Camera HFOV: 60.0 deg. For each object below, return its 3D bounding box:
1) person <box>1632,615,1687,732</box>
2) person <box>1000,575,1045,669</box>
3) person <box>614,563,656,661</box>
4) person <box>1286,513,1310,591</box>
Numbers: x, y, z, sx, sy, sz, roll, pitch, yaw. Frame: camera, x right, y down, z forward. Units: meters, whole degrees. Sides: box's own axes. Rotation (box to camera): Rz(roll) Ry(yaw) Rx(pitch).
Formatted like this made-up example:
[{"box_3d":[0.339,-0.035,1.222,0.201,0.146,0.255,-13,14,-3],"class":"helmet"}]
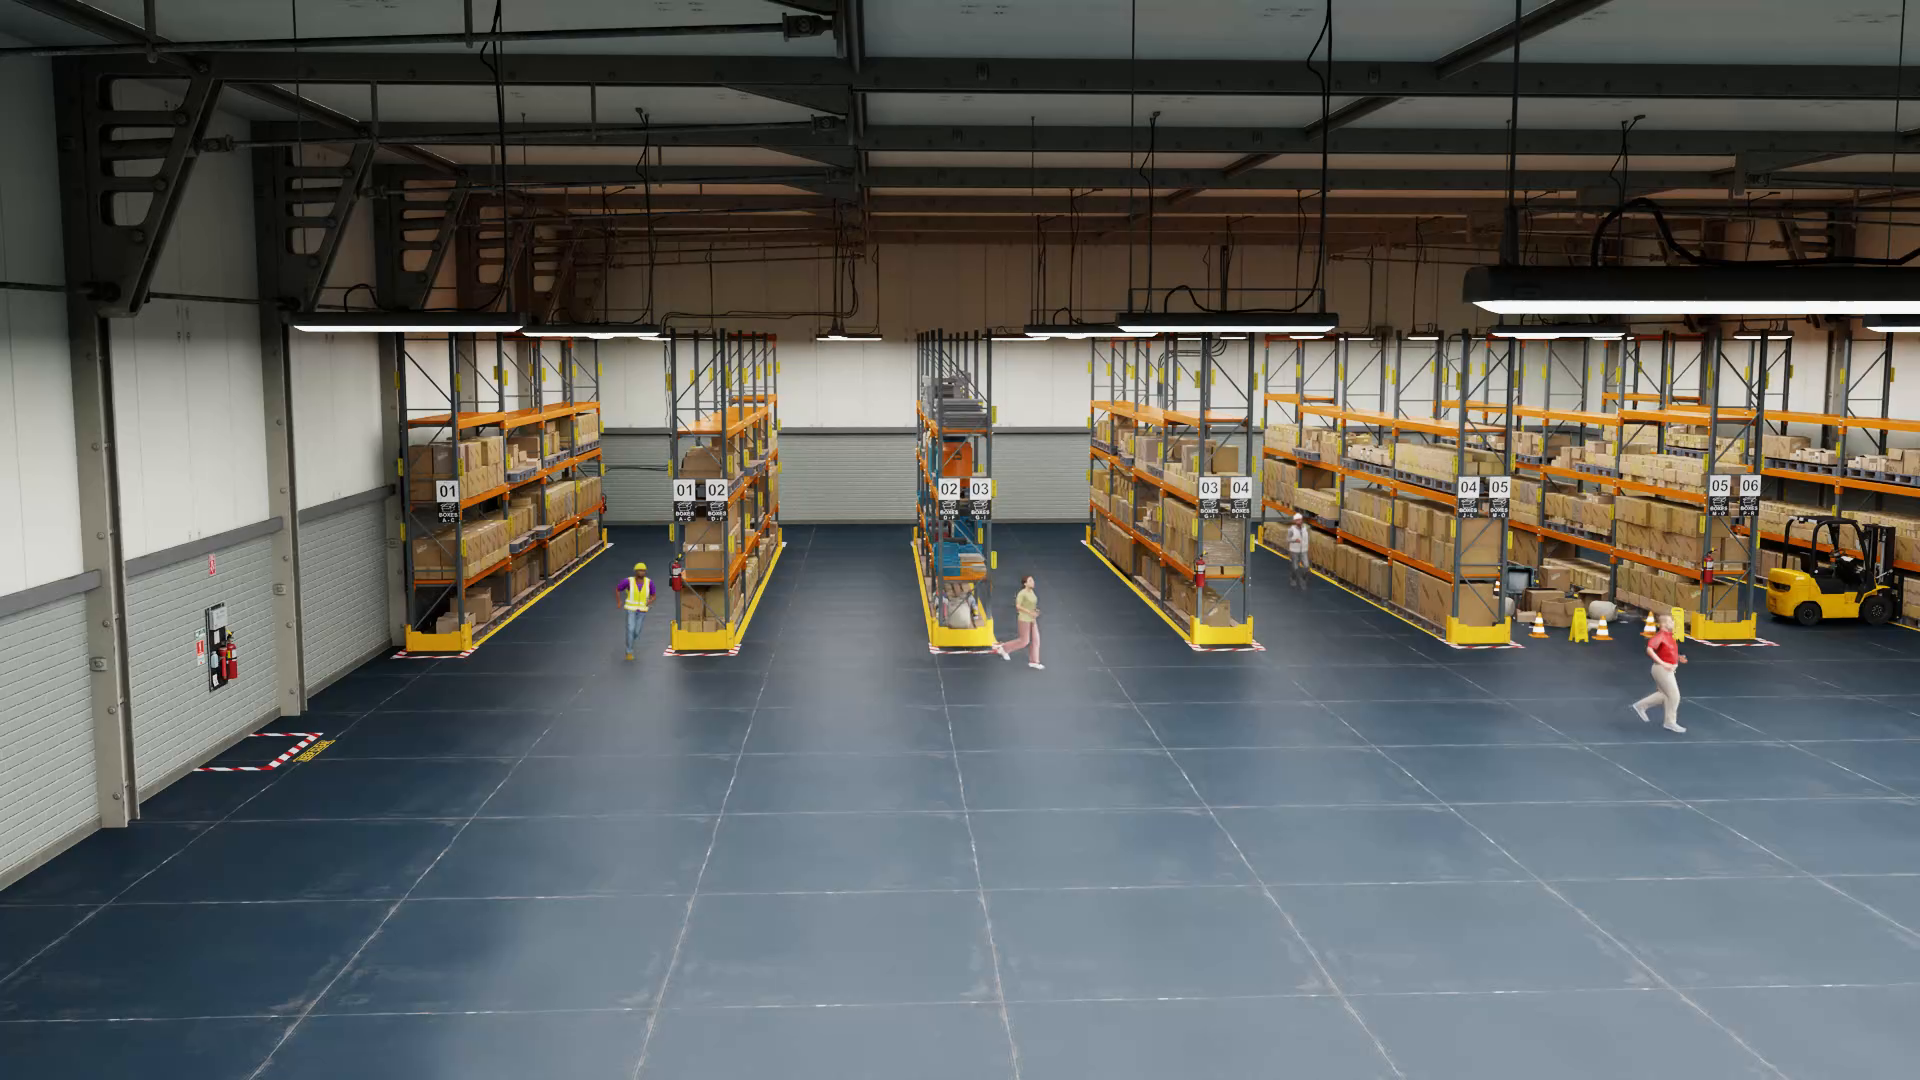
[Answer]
[{"box_3d":[10.429,1.967,24.748,0.789,1.726,0.670,4,8,30],"class":"person"},{"box_3d":[1.142,1.443,29.558,0.838,1.657,0.587,4,8,30],"class":"person"},{"box_3d":[-5.923,1.283,30.465,0.744,1.720,0.898,-3,7,-25],"class":"person"},{"box_3d":[7.901,0.287,38.797,0.635,1.822,0.756,-1,7,-5],"class":"person"}]
